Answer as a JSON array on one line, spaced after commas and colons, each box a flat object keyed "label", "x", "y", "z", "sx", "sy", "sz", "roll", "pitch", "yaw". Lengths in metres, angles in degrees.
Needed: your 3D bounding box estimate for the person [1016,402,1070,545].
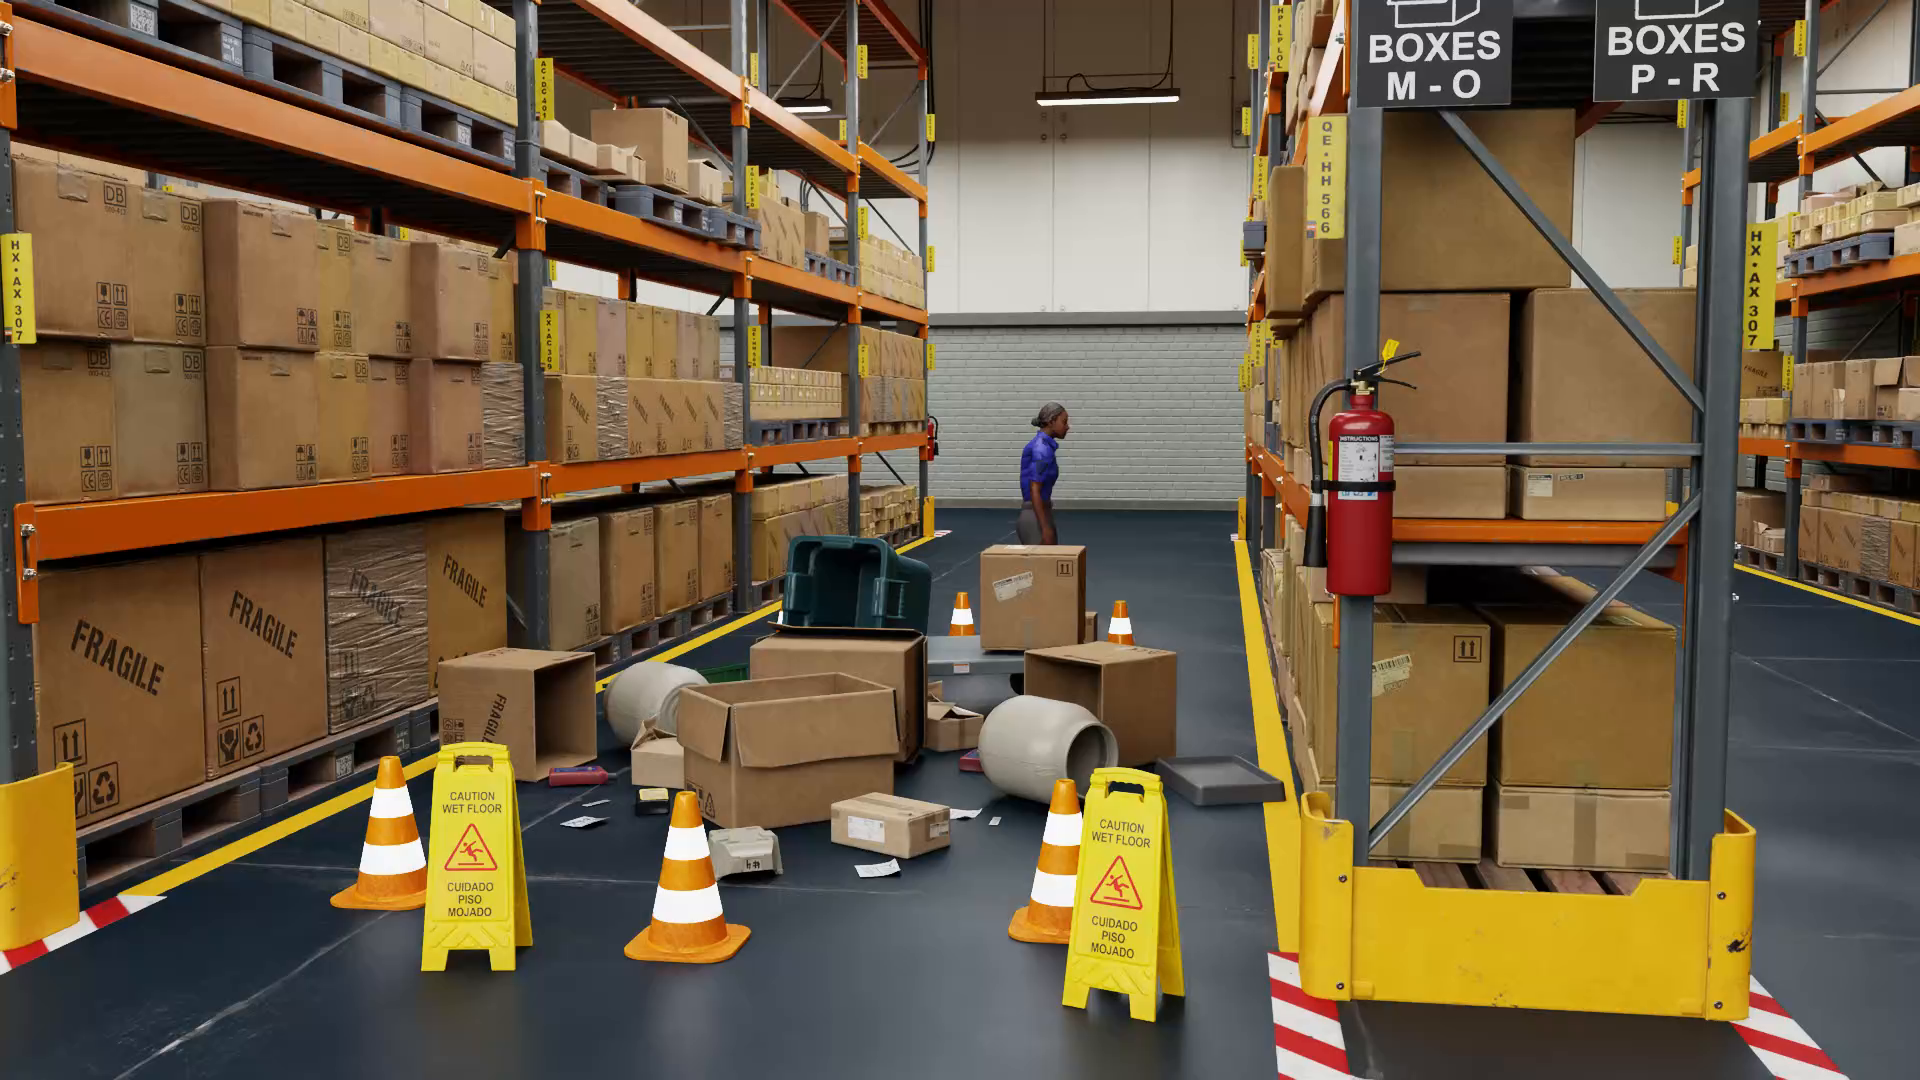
[{"label": "person", "x": 0.549, "y": -0.088, "z": 11.022, "sx": 0.349, "sy": 1.655, "sz": 0.526, "roll": 1, "pitch": 5, "yaw": 7}]
